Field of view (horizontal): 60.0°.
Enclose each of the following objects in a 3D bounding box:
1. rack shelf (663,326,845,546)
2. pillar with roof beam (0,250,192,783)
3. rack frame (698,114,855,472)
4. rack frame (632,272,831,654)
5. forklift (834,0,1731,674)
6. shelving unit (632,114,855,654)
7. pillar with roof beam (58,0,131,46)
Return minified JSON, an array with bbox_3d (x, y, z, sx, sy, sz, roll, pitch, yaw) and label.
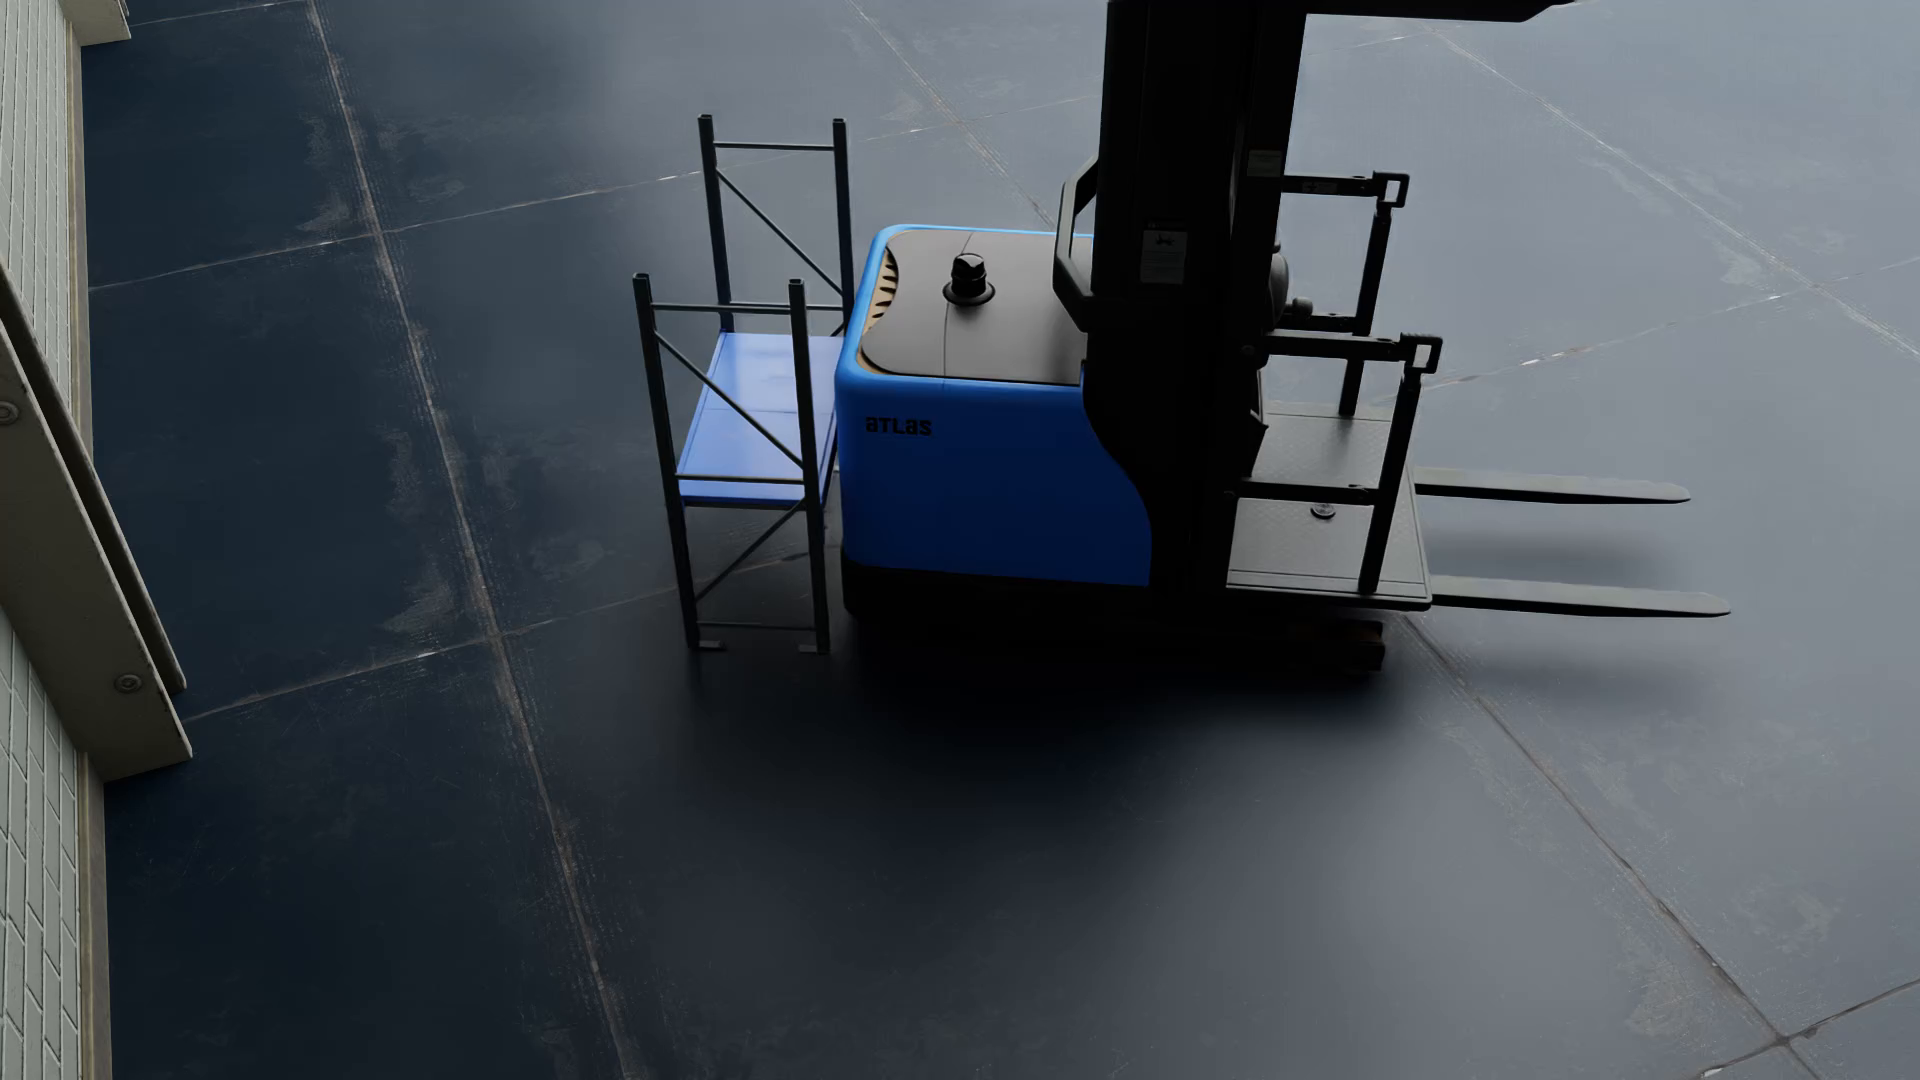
[{"bbox_3d":[-0.668,-0.386,5.825,0.538,0.185,1.000,3,41,3],"label":"rack shelf"},{"bbox_3d":[1.256,-3.855,3.831,9.100,9.000,0.400,-15,43,-17],"label":"pillar with roof beam"},{"bbox_3d":[-0.634,-0.853,6.092,0.500,1.500,0.032,3,41,3],"label":"rack frame"},{"bbox_3d":[-0.703,-0.192,5.323,0.500,1.500,0.032,3,41,3],"label":"rack frame"},{"bbox_3d":[1.138,-1.017,5.185,3.031,2.935,1.130,4,41,5],"label":"forklift"},{"bbox_3d":[-0.668,-0.523,5.707,0.538,1.500,1.048,3,41,3],"label":"shelving unit"},{"bbox_3d":[-1.040,-7.469,8.034,9.100,9.000,0.400,-15,43,-17],"label":"pillar with roof beam"}]
